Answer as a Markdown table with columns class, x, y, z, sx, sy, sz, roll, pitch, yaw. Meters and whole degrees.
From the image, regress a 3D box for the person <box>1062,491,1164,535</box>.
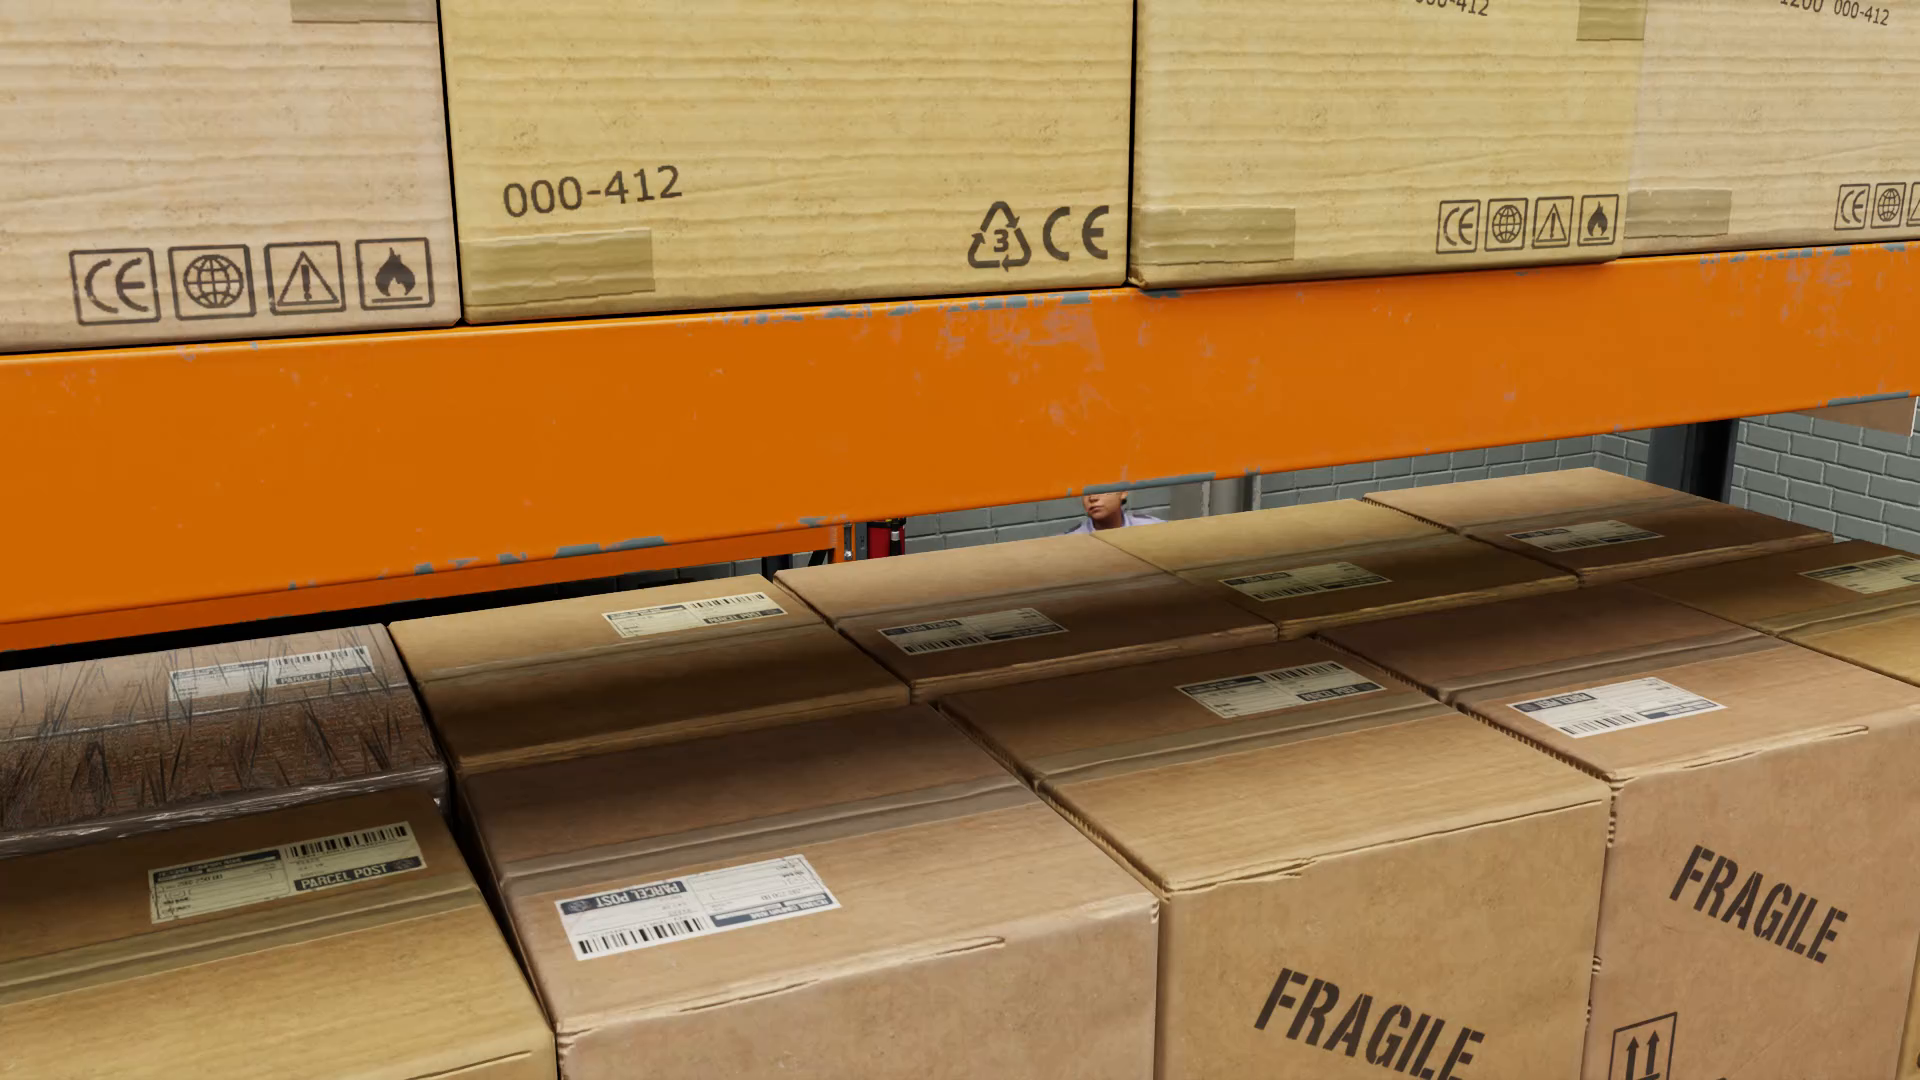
| class | x | y | z | sx | sy | sz | roll | pitch | yaw |
| --- | --- | --- | --- | --- | --- | --- | --- | --- | --- |
| person | 0.624 | 0.488 | 6.372 | 0.660 | 1.568 | 0.482 | 1 | 15 | 2 |
